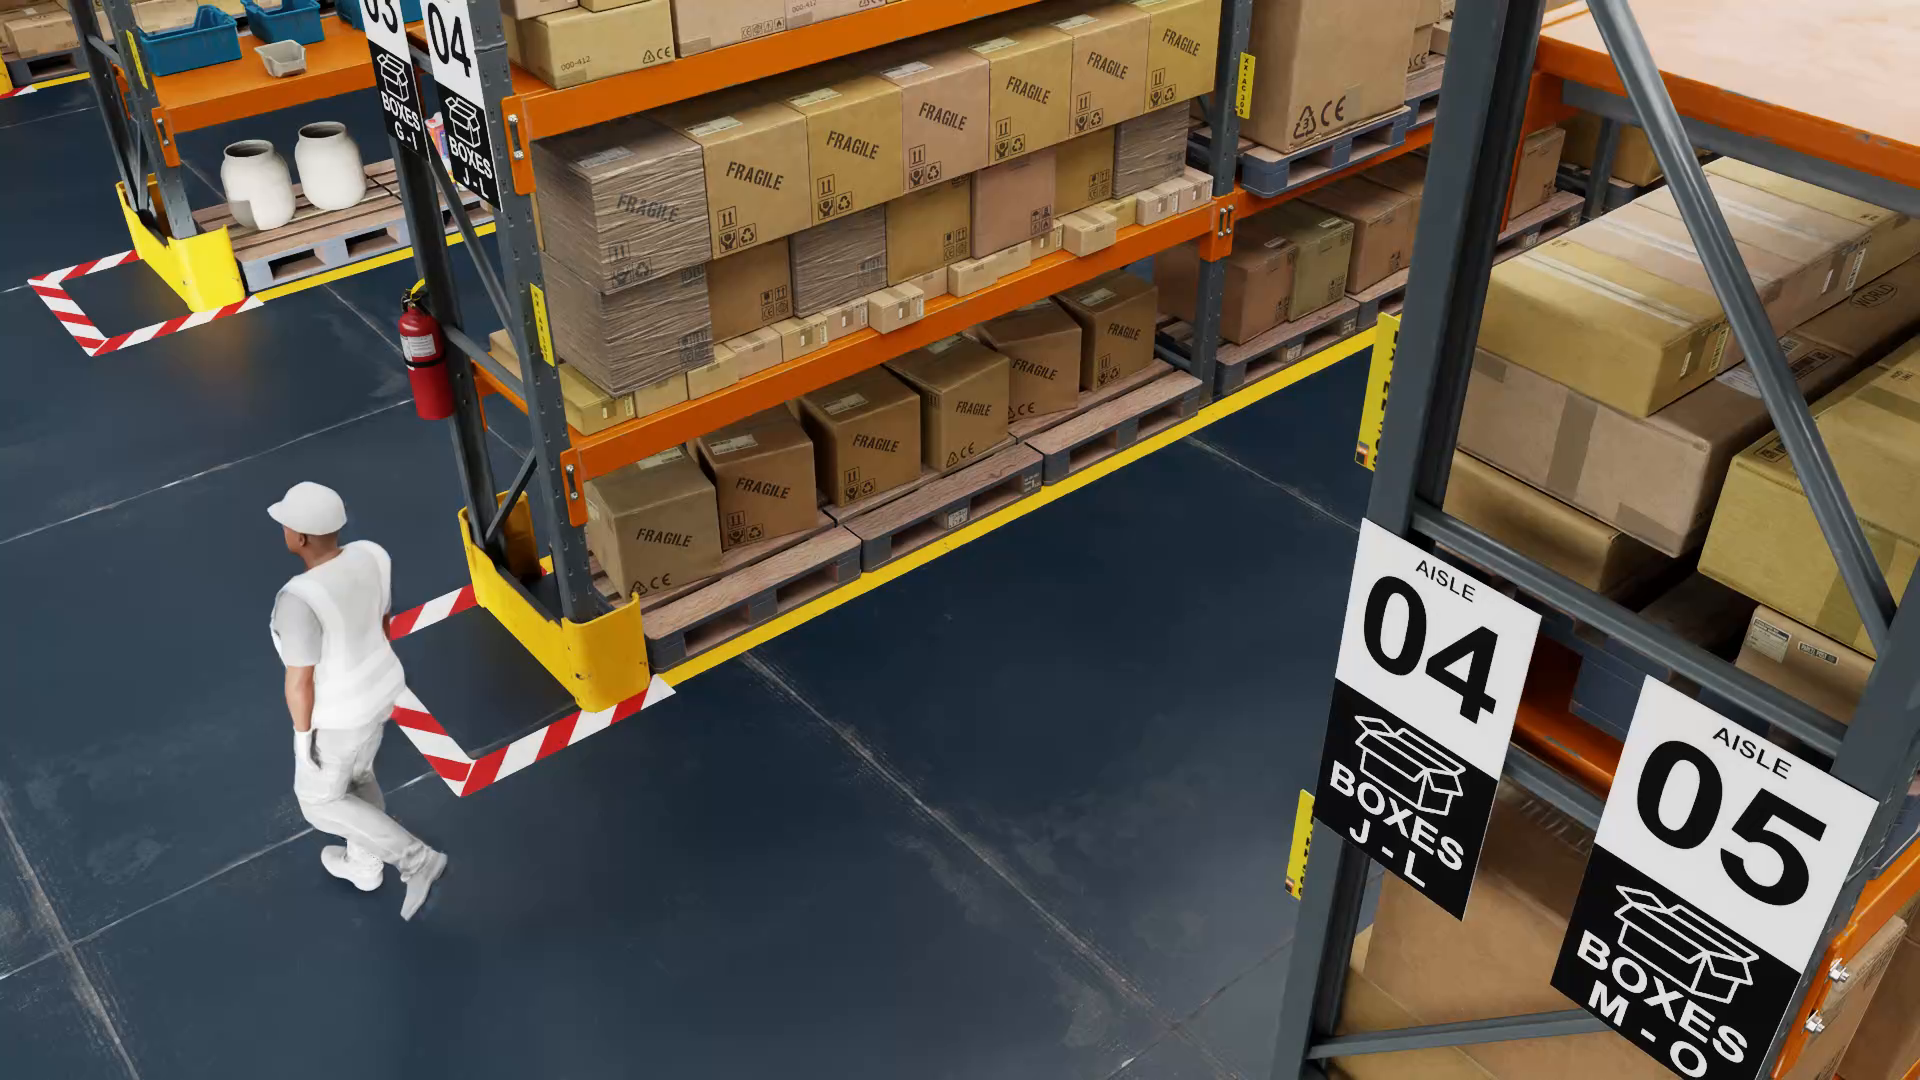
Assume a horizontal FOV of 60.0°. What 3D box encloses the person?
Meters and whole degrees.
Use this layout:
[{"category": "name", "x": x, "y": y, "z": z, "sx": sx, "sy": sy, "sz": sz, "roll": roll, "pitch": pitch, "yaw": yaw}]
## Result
[{"category": "person", "x": -2.232, "y": 0.606, "z": 6.210, "sx": 0.683, "sy": 1.755, "sz": 0.611, "roll": 11, "pitch": 37, "yaw": 15}]
